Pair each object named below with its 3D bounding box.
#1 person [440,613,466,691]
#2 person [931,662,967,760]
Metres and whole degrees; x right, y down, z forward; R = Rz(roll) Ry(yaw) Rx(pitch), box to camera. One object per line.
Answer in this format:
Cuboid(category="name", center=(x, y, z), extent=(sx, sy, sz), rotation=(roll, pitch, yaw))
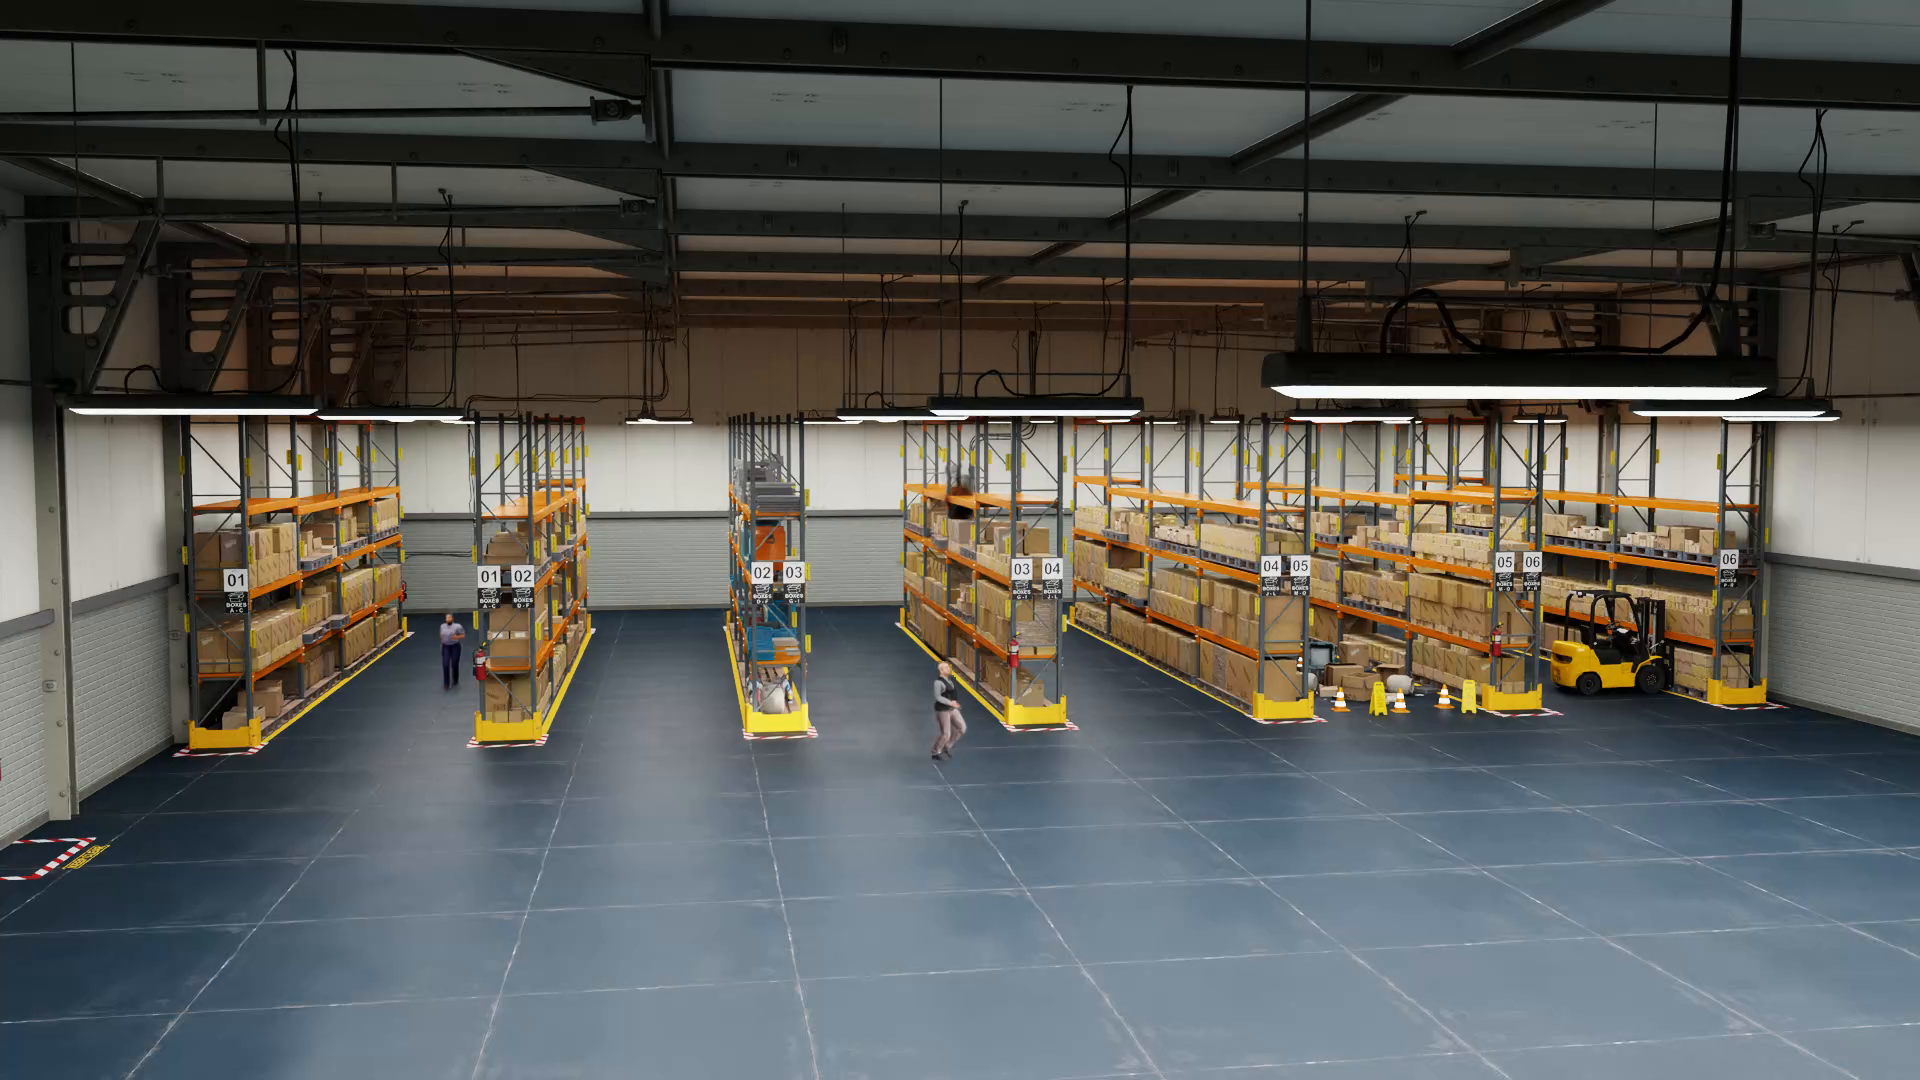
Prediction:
Cuboid(category="person", center=(-11.123, 2.442, 36.422), extent=(0.563, 1.690, 0.797), rotation=(0, 4, -7))
Cuboid(category="person", center=(-0.209, 2.932, 28.567), extent=(0.619, 1.677, 0.672), rotation=(2, 4, 29))
